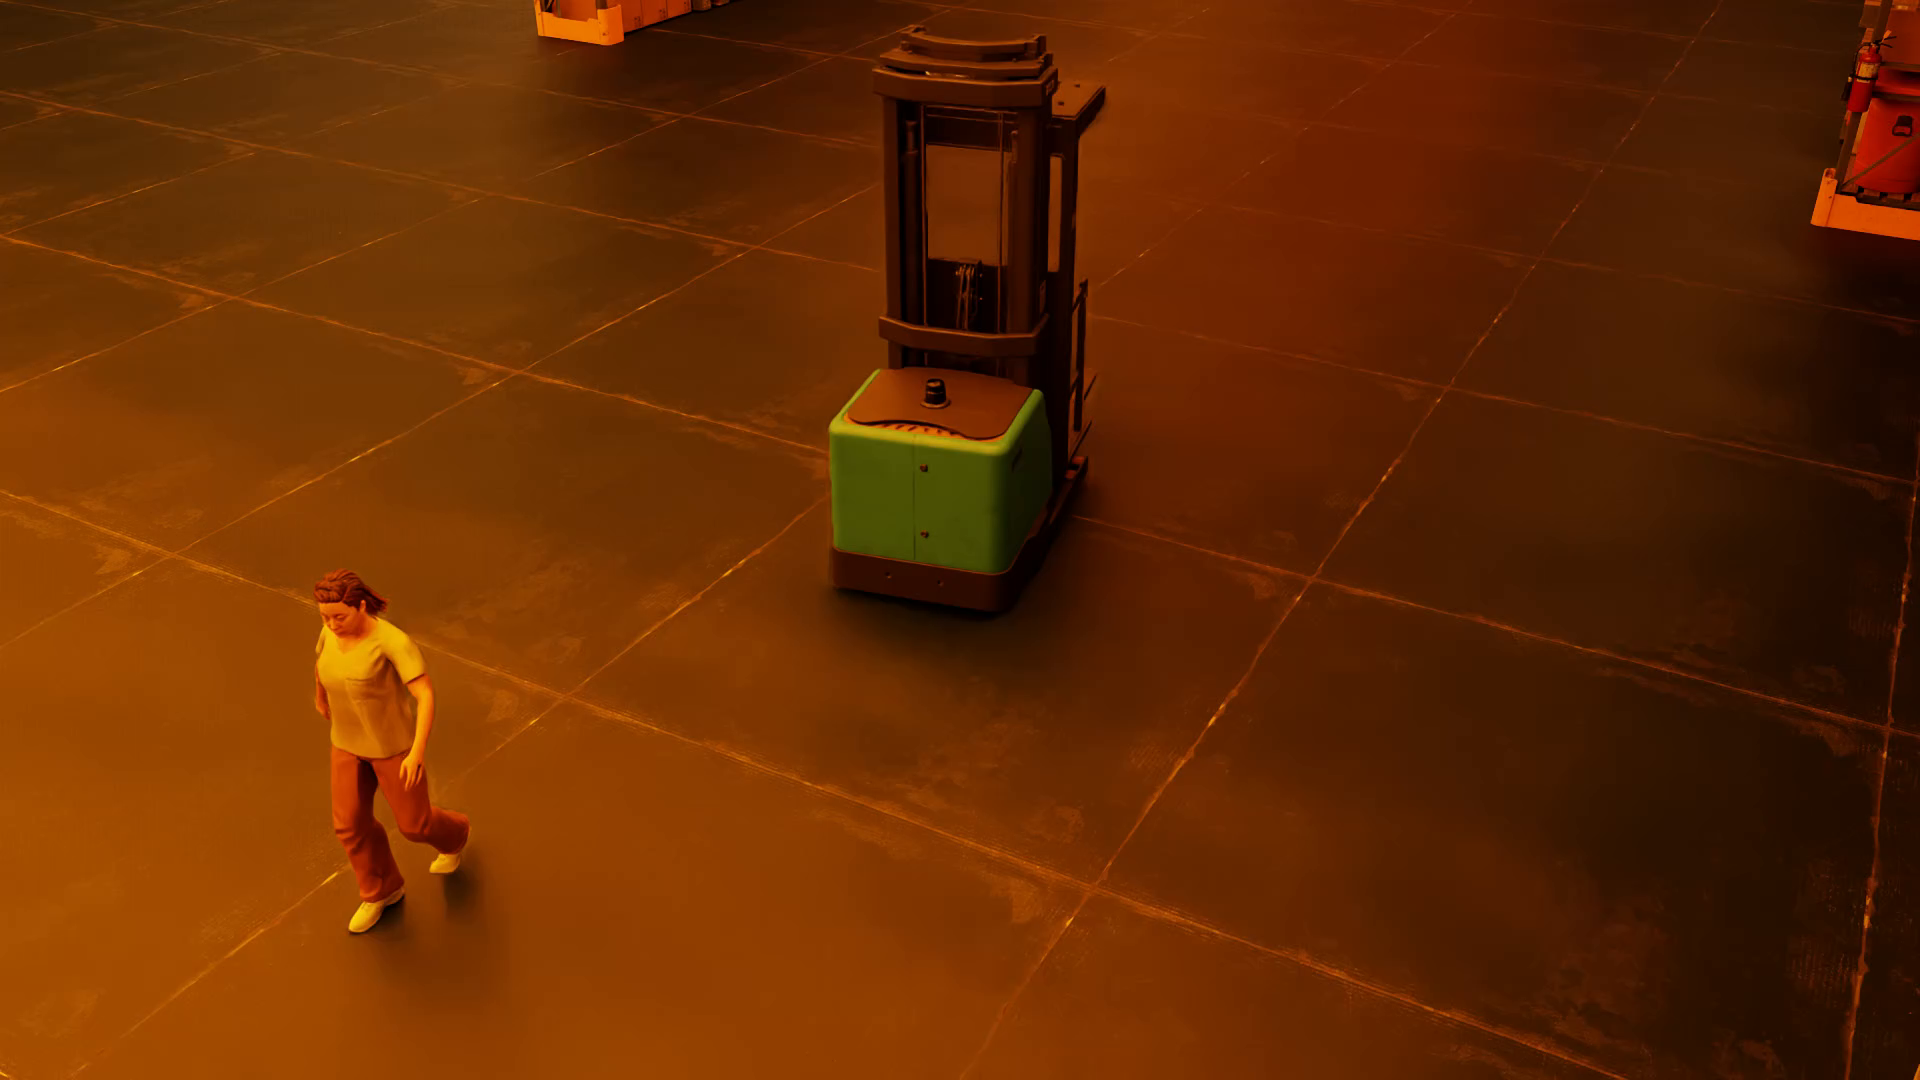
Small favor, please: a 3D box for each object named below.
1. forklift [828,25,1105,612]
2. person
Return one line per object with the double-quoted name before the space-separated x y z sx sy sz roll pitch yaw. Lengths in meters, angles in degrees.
"forklift" 0.191 -1.597 9.838 1.130 2.935 3.031 9 31 15
"person" -2.420 0.831 6.912 0.773 1.660 0.647 8 31 14
